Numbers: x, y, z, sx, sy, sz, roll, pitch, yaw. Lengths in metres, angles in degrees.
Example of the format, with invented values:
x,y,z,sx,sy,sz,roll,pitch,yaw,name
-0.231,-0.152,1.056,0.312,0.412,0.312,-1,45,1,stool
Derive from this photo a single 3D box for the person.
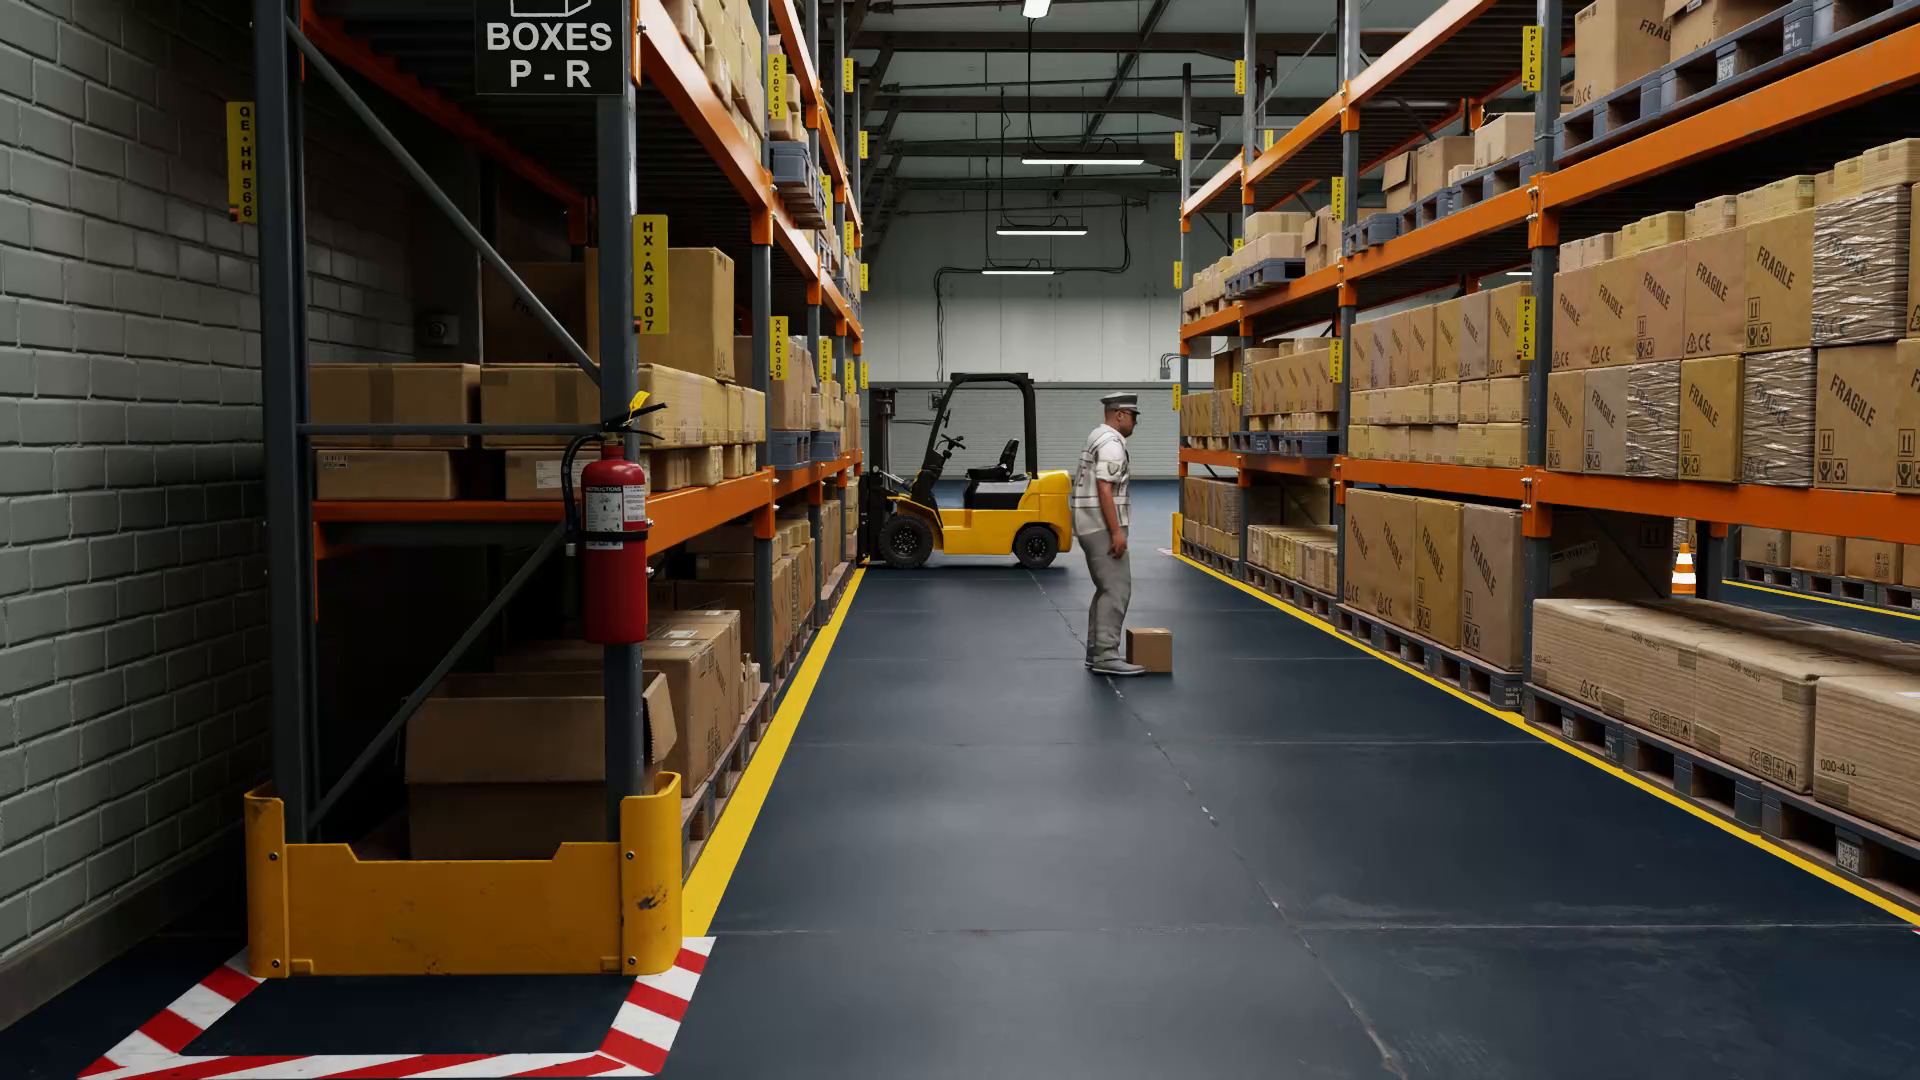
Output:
x,y,z,sx,sy,sz,roll,pitch,yaw,name
0.919,-0.050,10.447,0.438,1.747,0.584,0,4,-2,person
